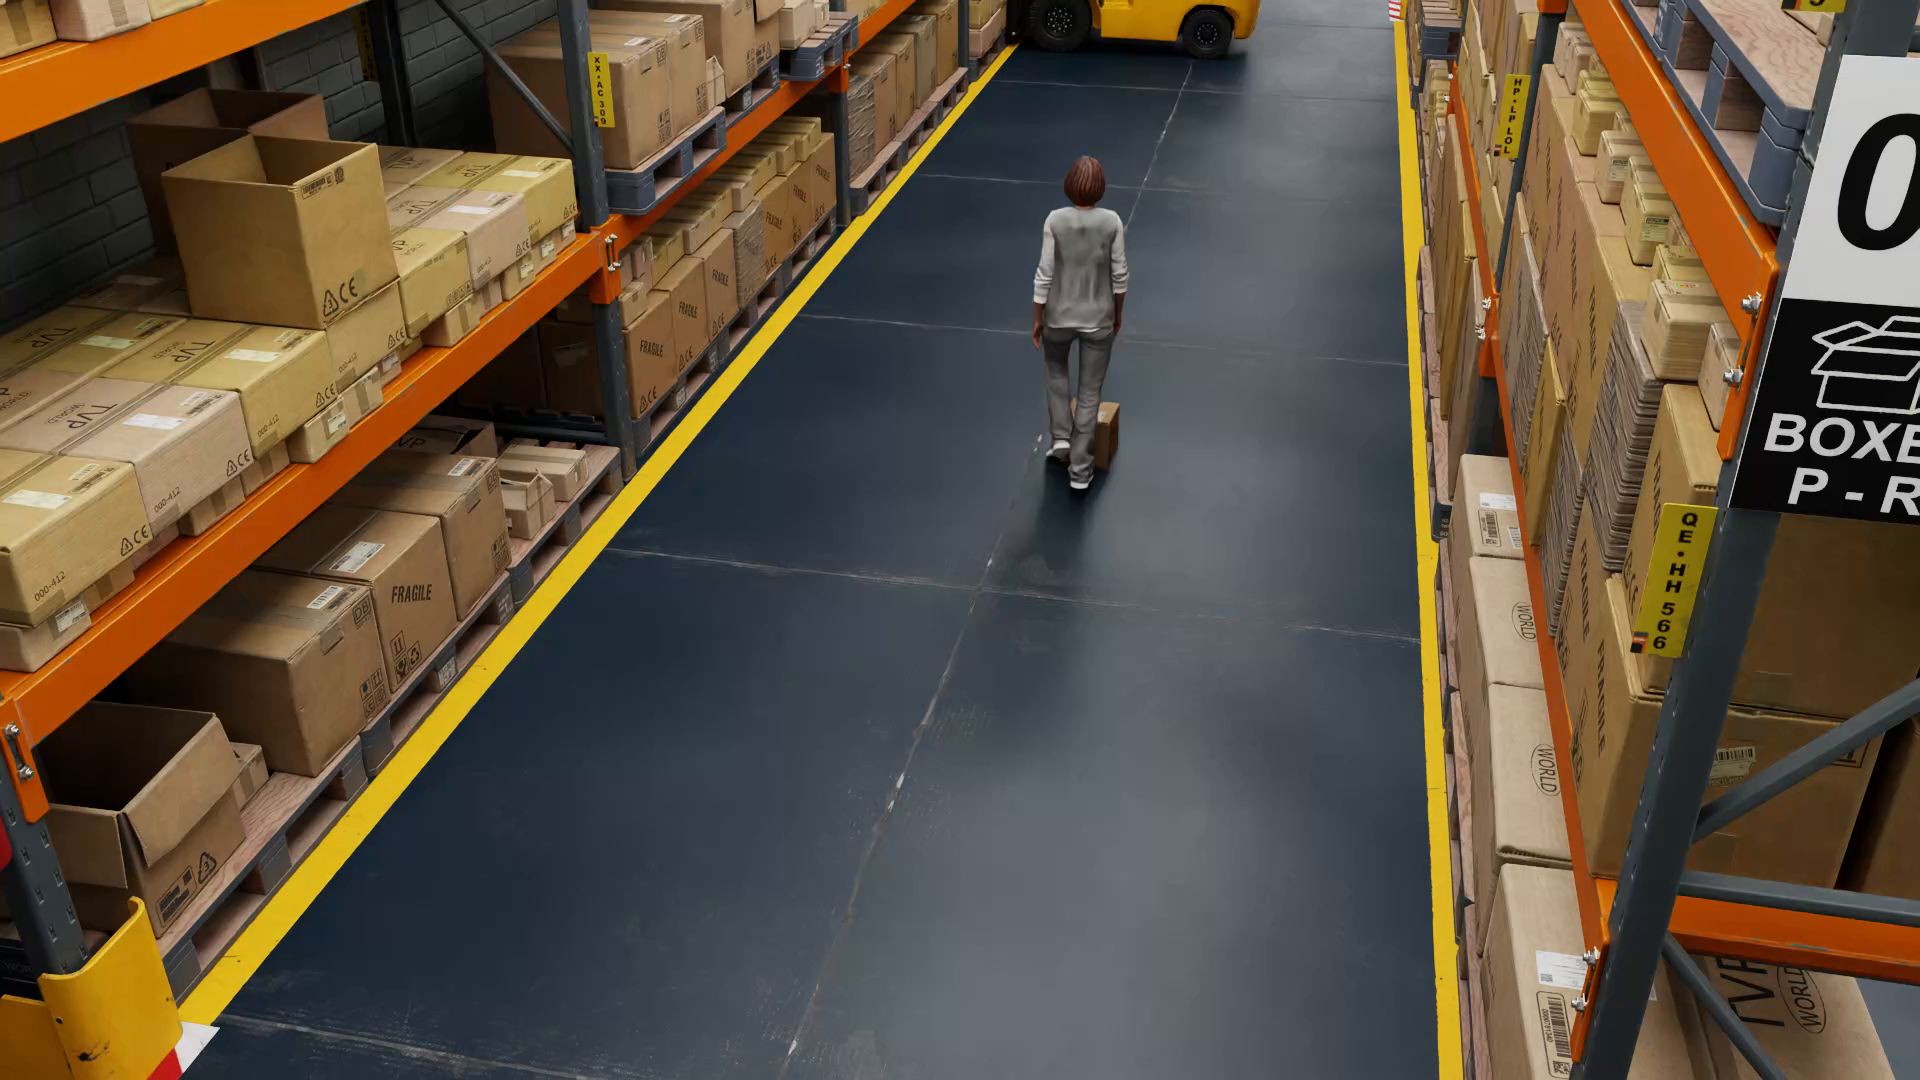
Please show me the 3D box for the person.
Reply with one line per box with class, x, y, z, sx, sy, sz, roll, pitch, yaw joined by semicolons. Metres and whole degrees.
person;0.570;-1.017;7.955;0.444;1.629;0.546;4;29;6
